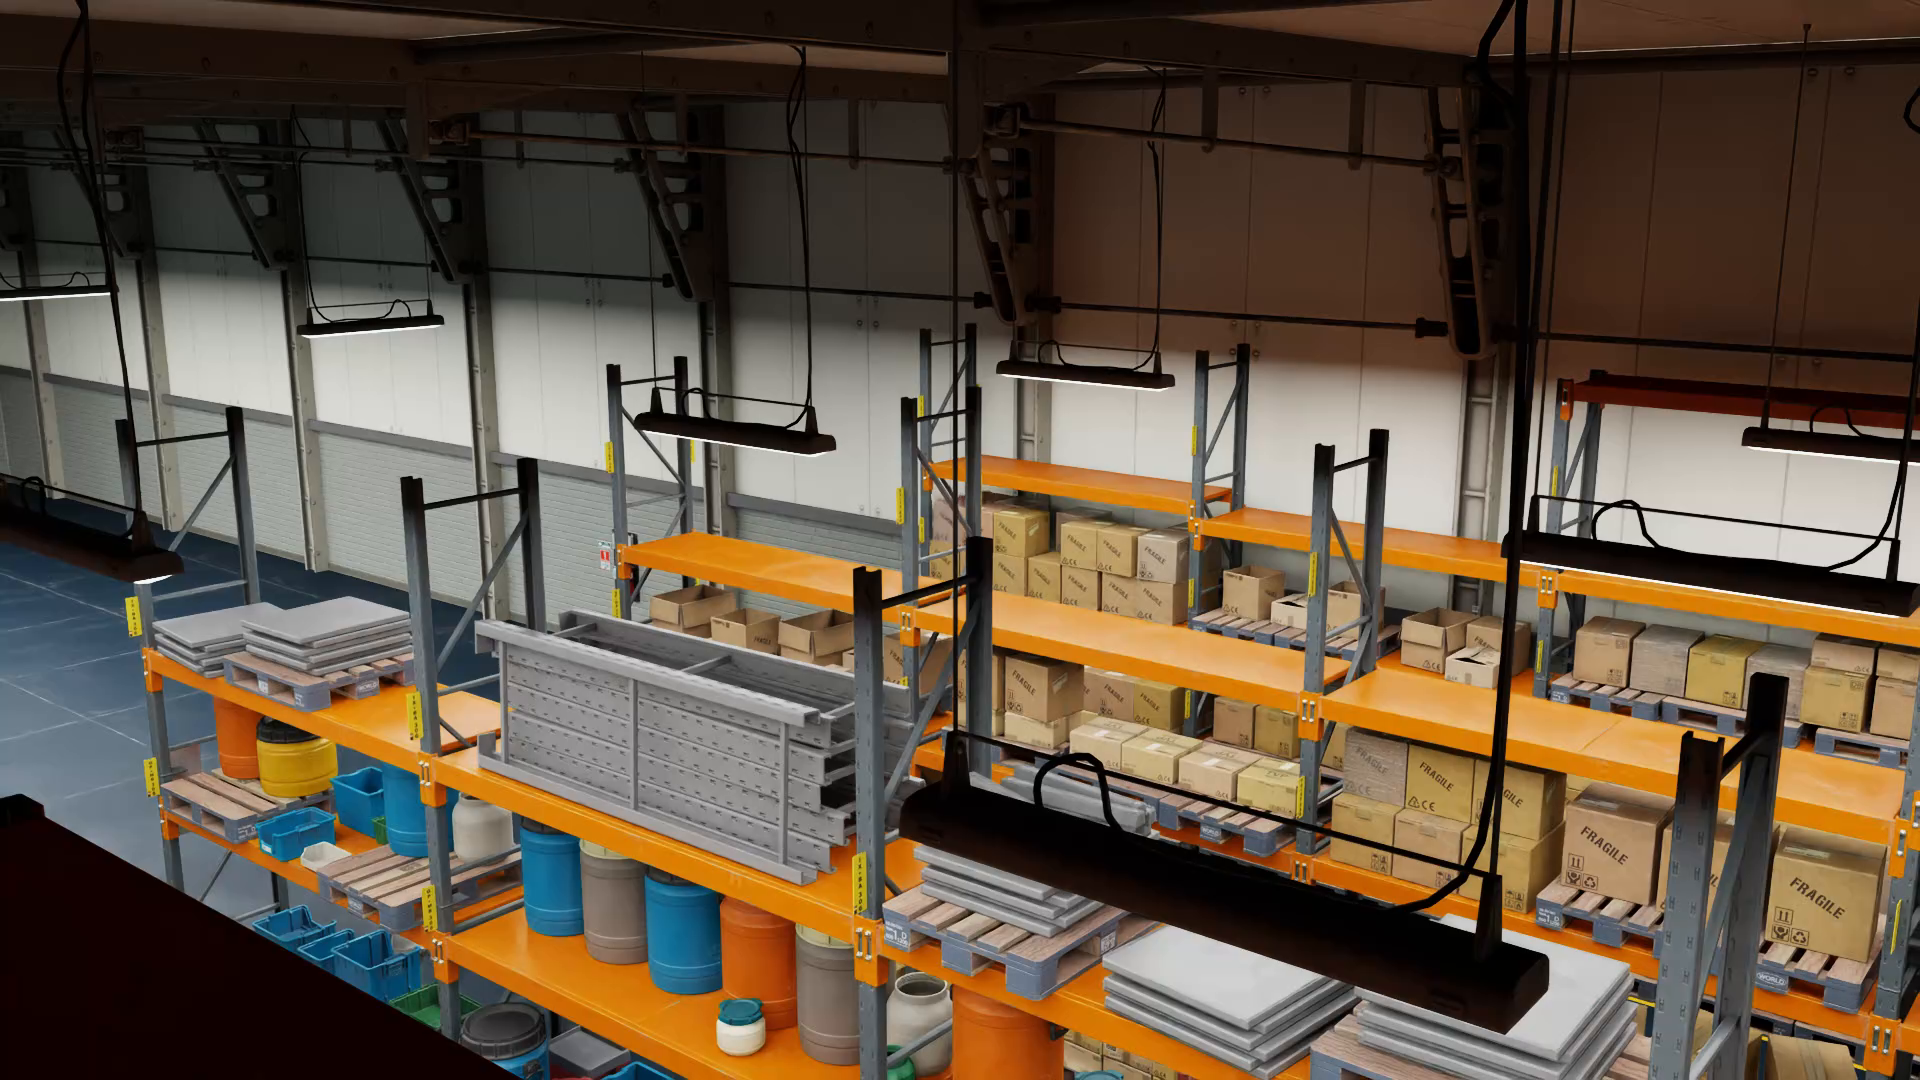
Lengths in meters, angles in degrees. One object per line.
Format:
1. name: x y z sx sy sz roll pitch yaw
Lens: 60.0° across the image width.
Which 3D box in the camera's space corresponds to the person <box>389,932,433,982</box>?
1. person: -5.240 3.822 15.789 0.426 1.516 0.929 -9 16 -35
